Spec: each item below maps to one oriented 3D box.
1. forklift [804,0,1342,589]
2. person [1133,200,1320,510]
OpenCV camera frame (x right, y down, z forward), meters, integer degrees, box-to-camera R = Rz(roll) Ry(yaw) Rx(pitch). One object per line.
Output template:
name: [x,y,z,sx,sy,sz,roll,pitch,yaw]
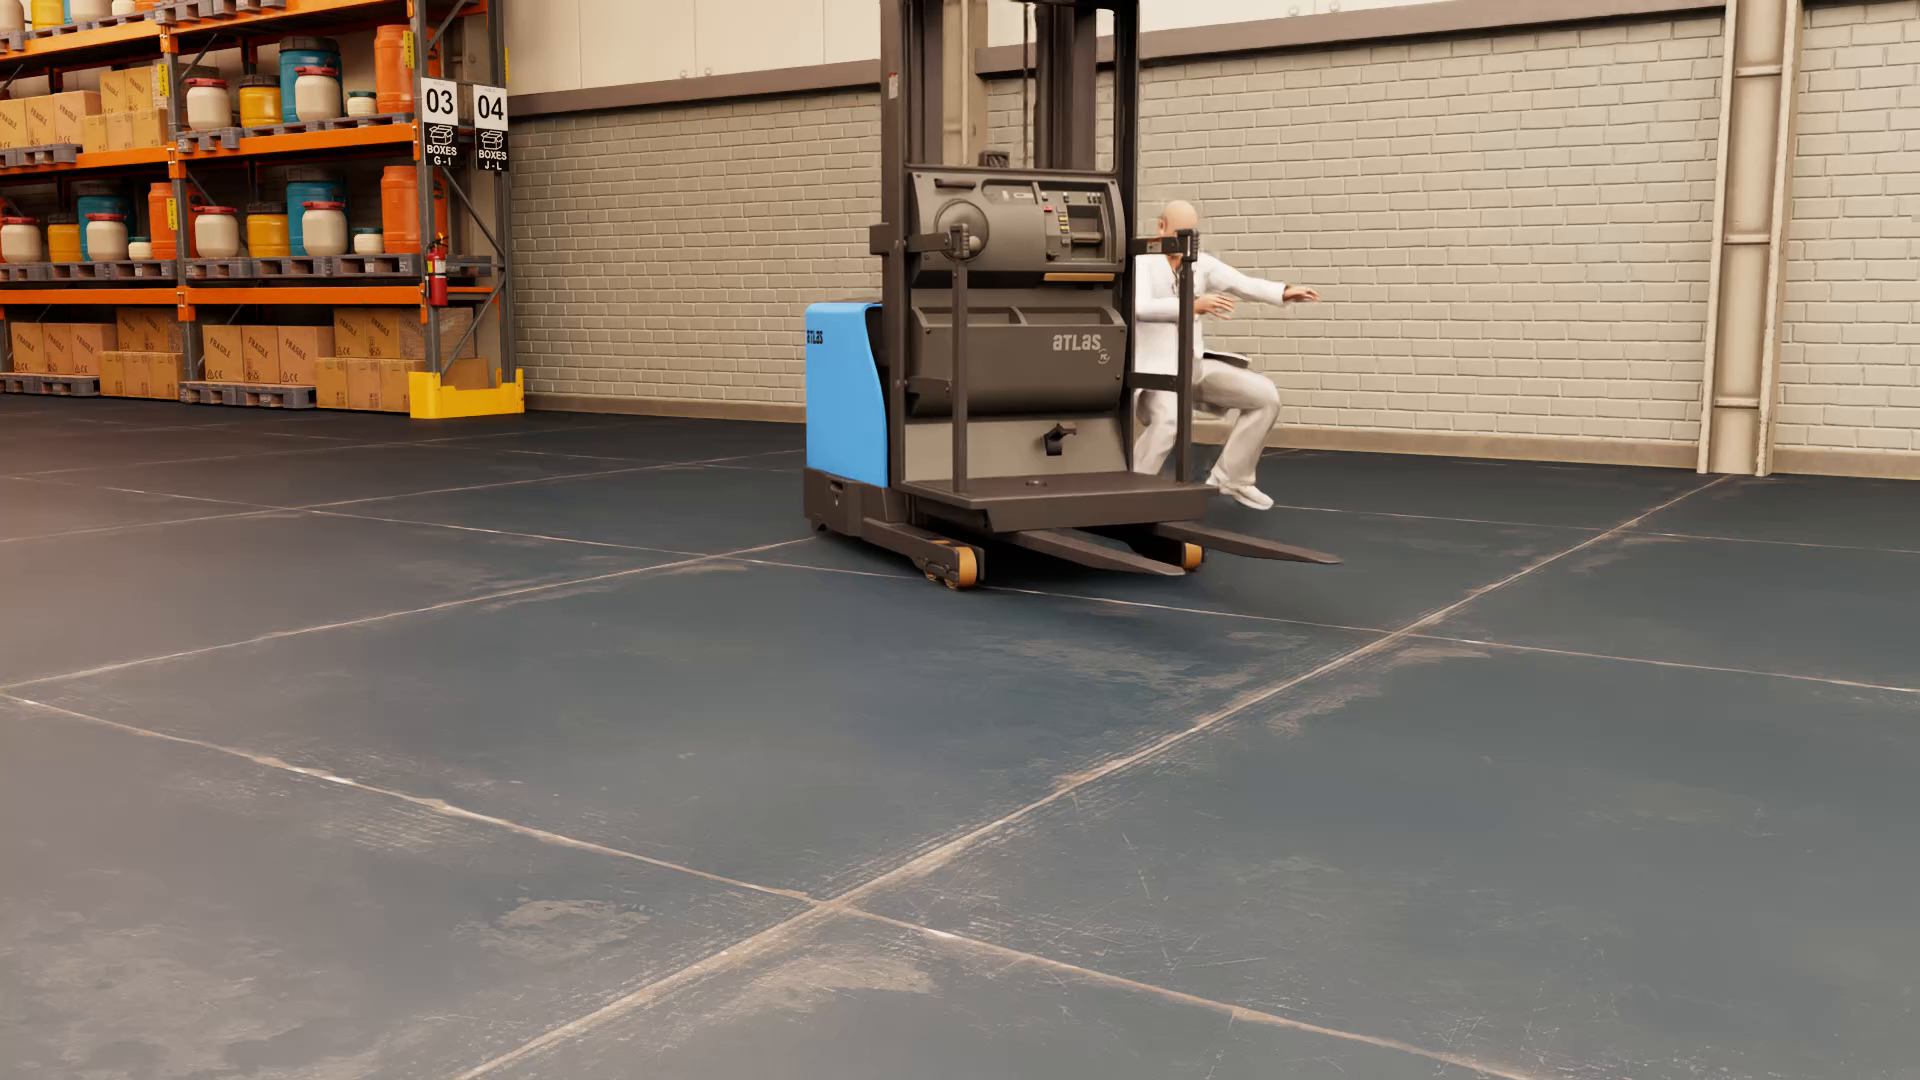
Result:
forklift: [0.337,-1.334,6.572,1.130,2.935,3.031,-4,9,-24]
person: [1.149,-0.801,7.962,1.065,1.404,0.771,-5,10,-33]
